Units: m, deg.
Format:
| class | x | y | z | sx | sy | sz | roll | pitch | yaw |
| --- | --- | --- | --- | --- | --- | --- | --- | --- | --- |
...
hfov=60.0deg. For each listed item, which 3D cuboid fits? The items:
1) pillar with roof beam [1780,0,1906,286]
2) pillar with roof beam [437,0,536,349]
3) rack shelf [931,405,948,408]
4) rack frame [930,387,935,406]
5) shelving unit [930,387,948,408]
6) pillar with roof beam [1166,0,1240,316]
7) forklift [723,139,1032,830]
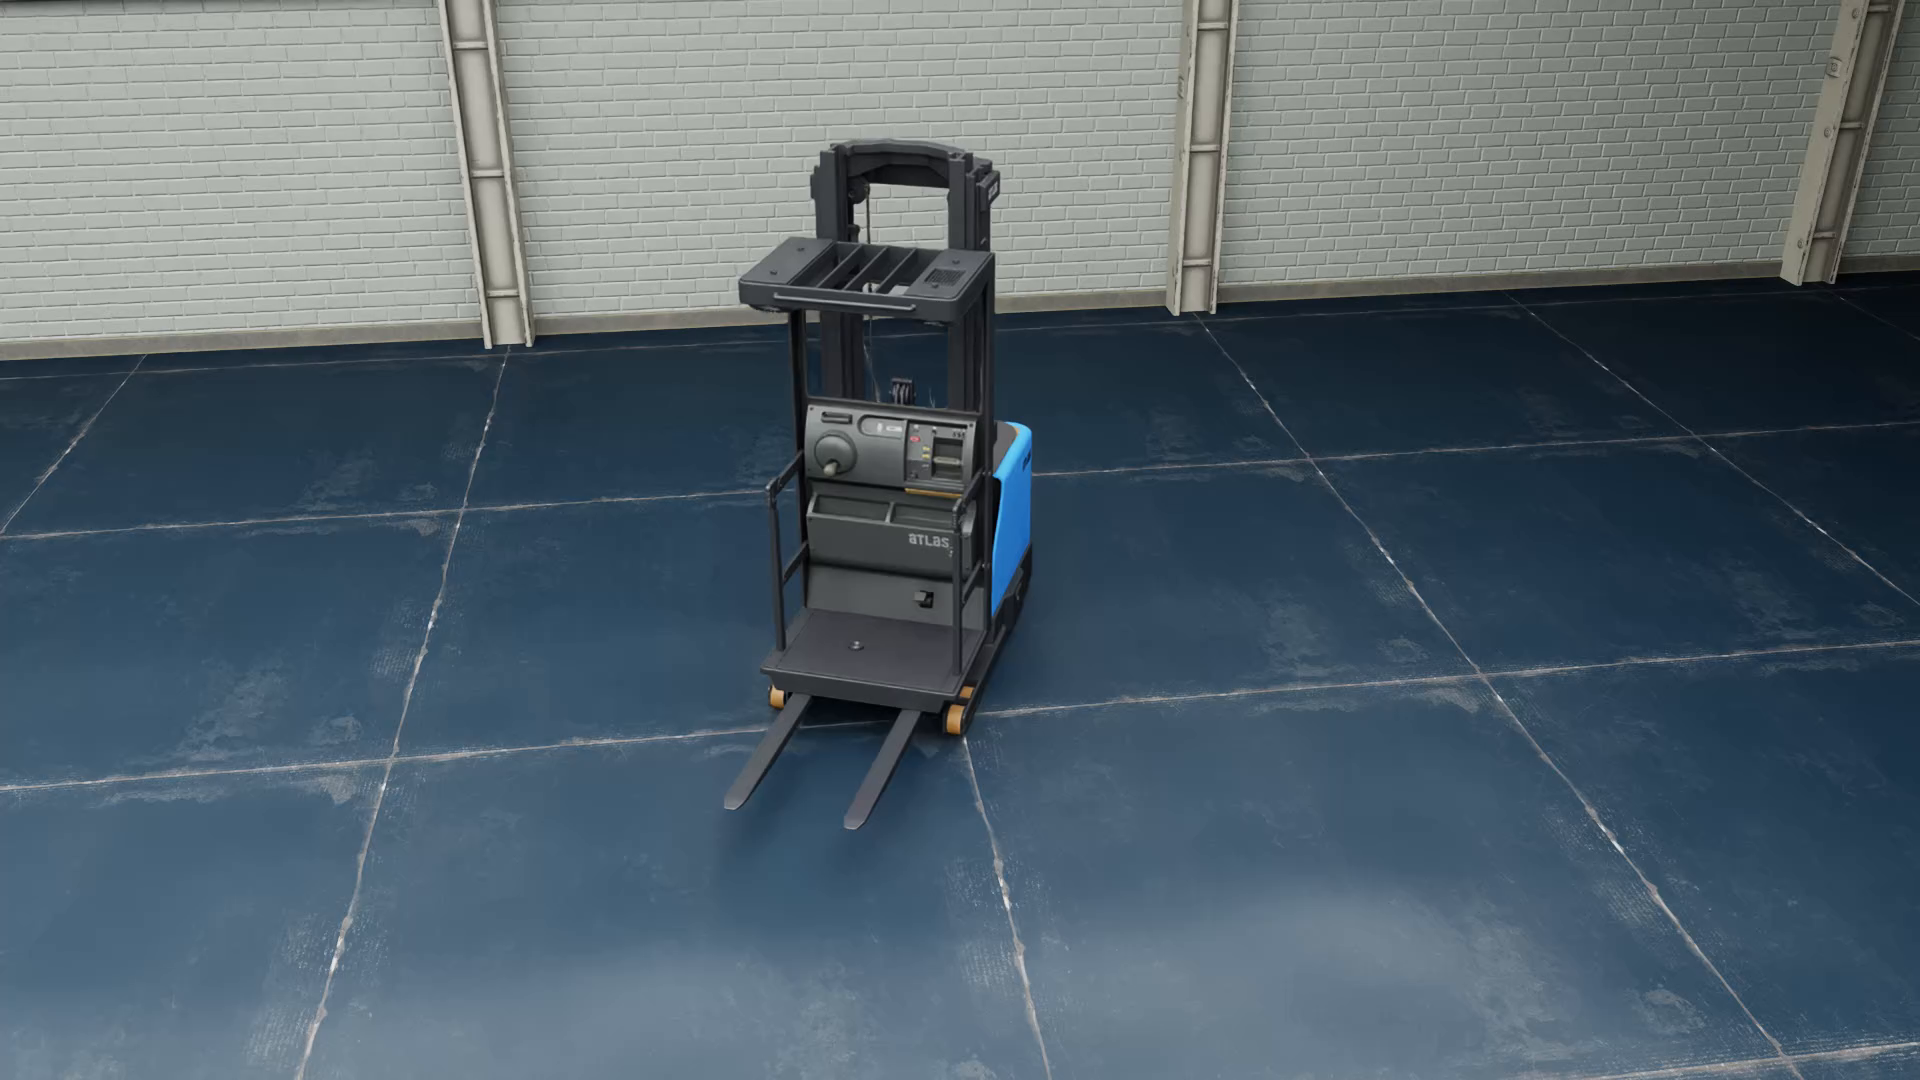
| class | x | y | z | sx | sy | sz | roll | pitch | yaw |
| --- | --- | --- | --- | --- | --- | --- | --- | --- | --- |
| pillar with roof beam | 8.624 | -4.528 | 9.919 | 0.400 | 9.000 | 9.100 | -4 | 27 | -7 |
| pillar with roof beam | -3.259 | -3.764 | 8.432 | 0.400 | 9.000 | 9.100 | -4 | 27 | -7 |
| rack shelf | -0.053 | -0.707 | 10.581 | 0.240 | 0.259 | 0.215 | -4 | 27 | -7 |
| rack frame | -0.174 | -0.456 | 10.691 | 0.008 | 1.050 | 0.200 | -4 | 27 | -7 |
| shelving unit | -0.053 | -0.464 | 10.706 | 0.252 | 1.050 | 0.215 | -4 | 27 | -7 |
| pillar with roof beam | 2.682 | -4.146 | 9.176 | 0.400 | 9.000 | 9.100 | -4 | 27 | -7 |
| forklift | -0.425 | -0.452 | 8.623 | 1.130 | 2.935 | 3.031 | 7 | 28 | 13 |
